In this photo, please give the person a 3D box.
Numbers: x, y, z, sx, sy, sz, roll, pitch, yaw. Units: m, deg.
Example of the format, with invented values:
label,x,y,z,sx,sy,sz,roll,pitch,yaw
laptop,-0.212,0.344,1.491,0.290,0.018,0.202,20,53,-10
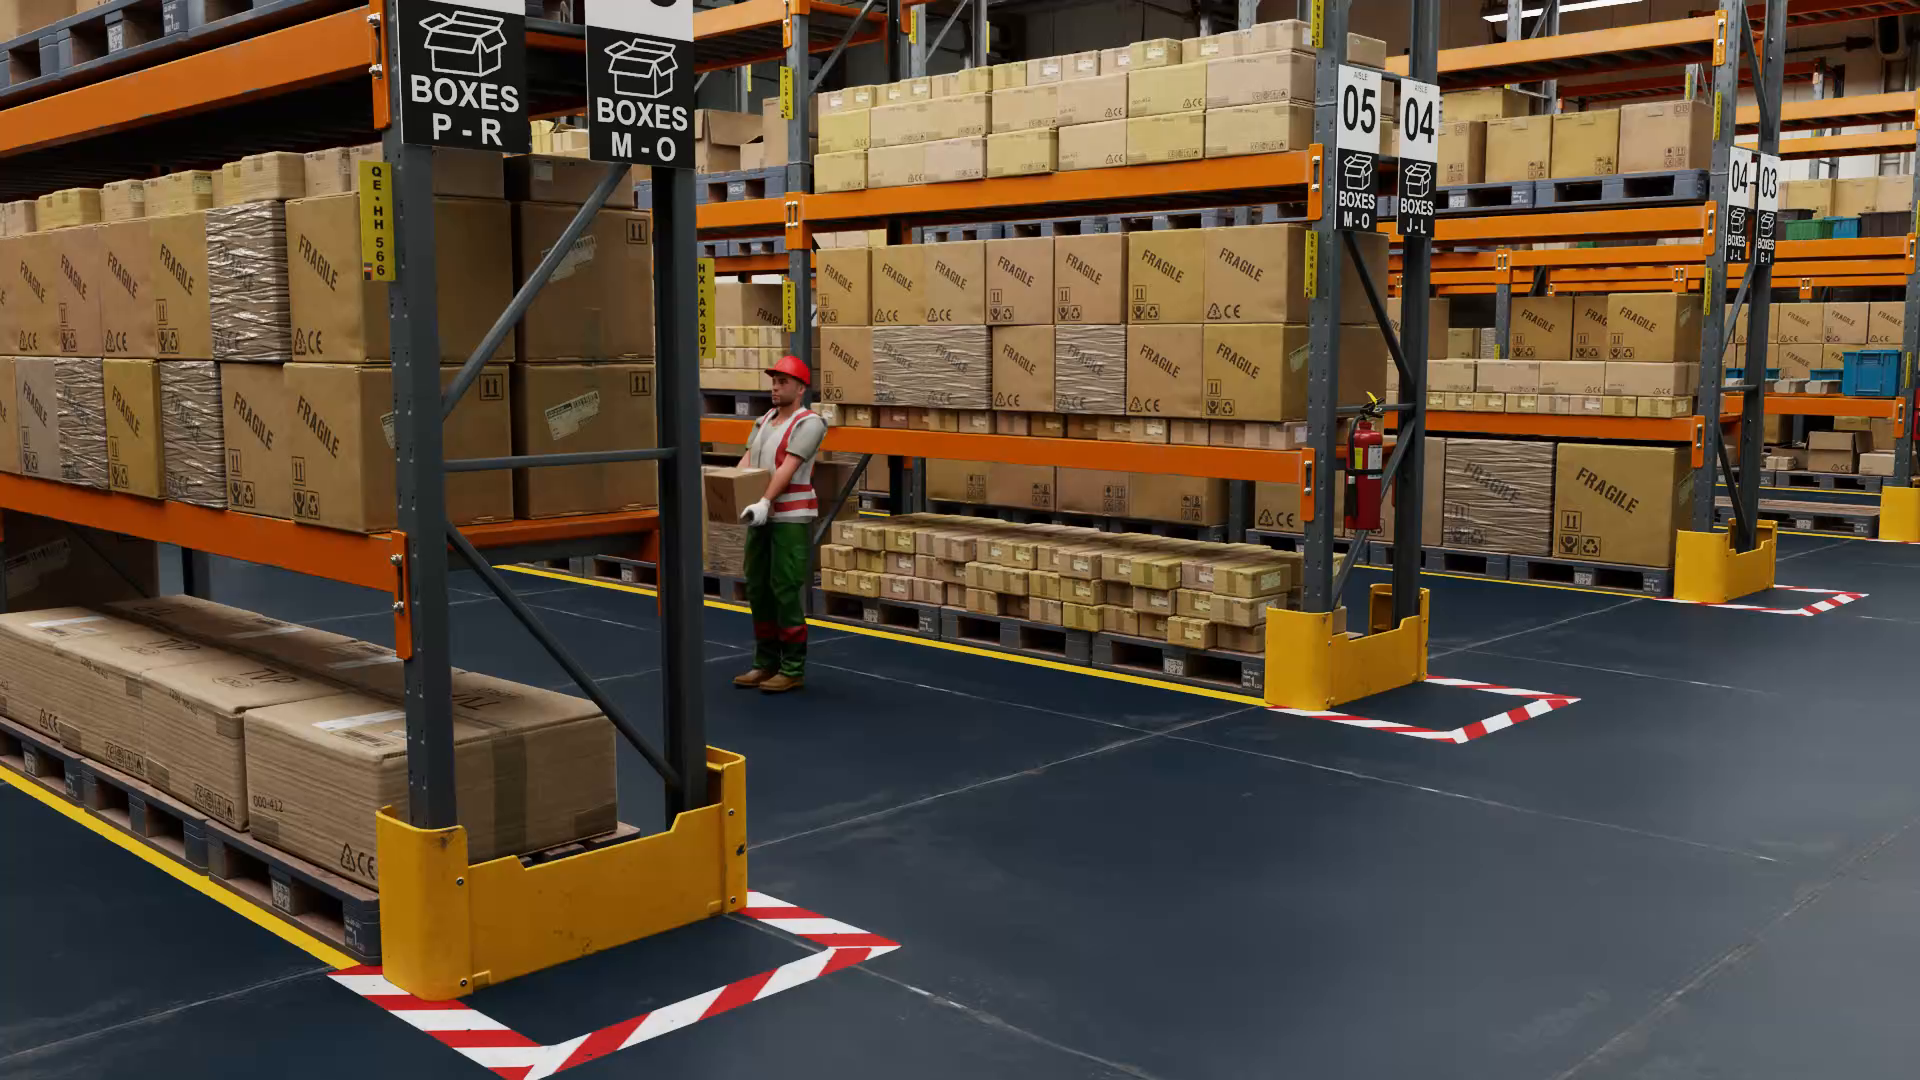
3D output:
label,x,y,z,sx,sy,sz,roll,pitch,yaw
person,-1.023,-0.085,8.874,0.494,1.782,0.559,7,10,45
